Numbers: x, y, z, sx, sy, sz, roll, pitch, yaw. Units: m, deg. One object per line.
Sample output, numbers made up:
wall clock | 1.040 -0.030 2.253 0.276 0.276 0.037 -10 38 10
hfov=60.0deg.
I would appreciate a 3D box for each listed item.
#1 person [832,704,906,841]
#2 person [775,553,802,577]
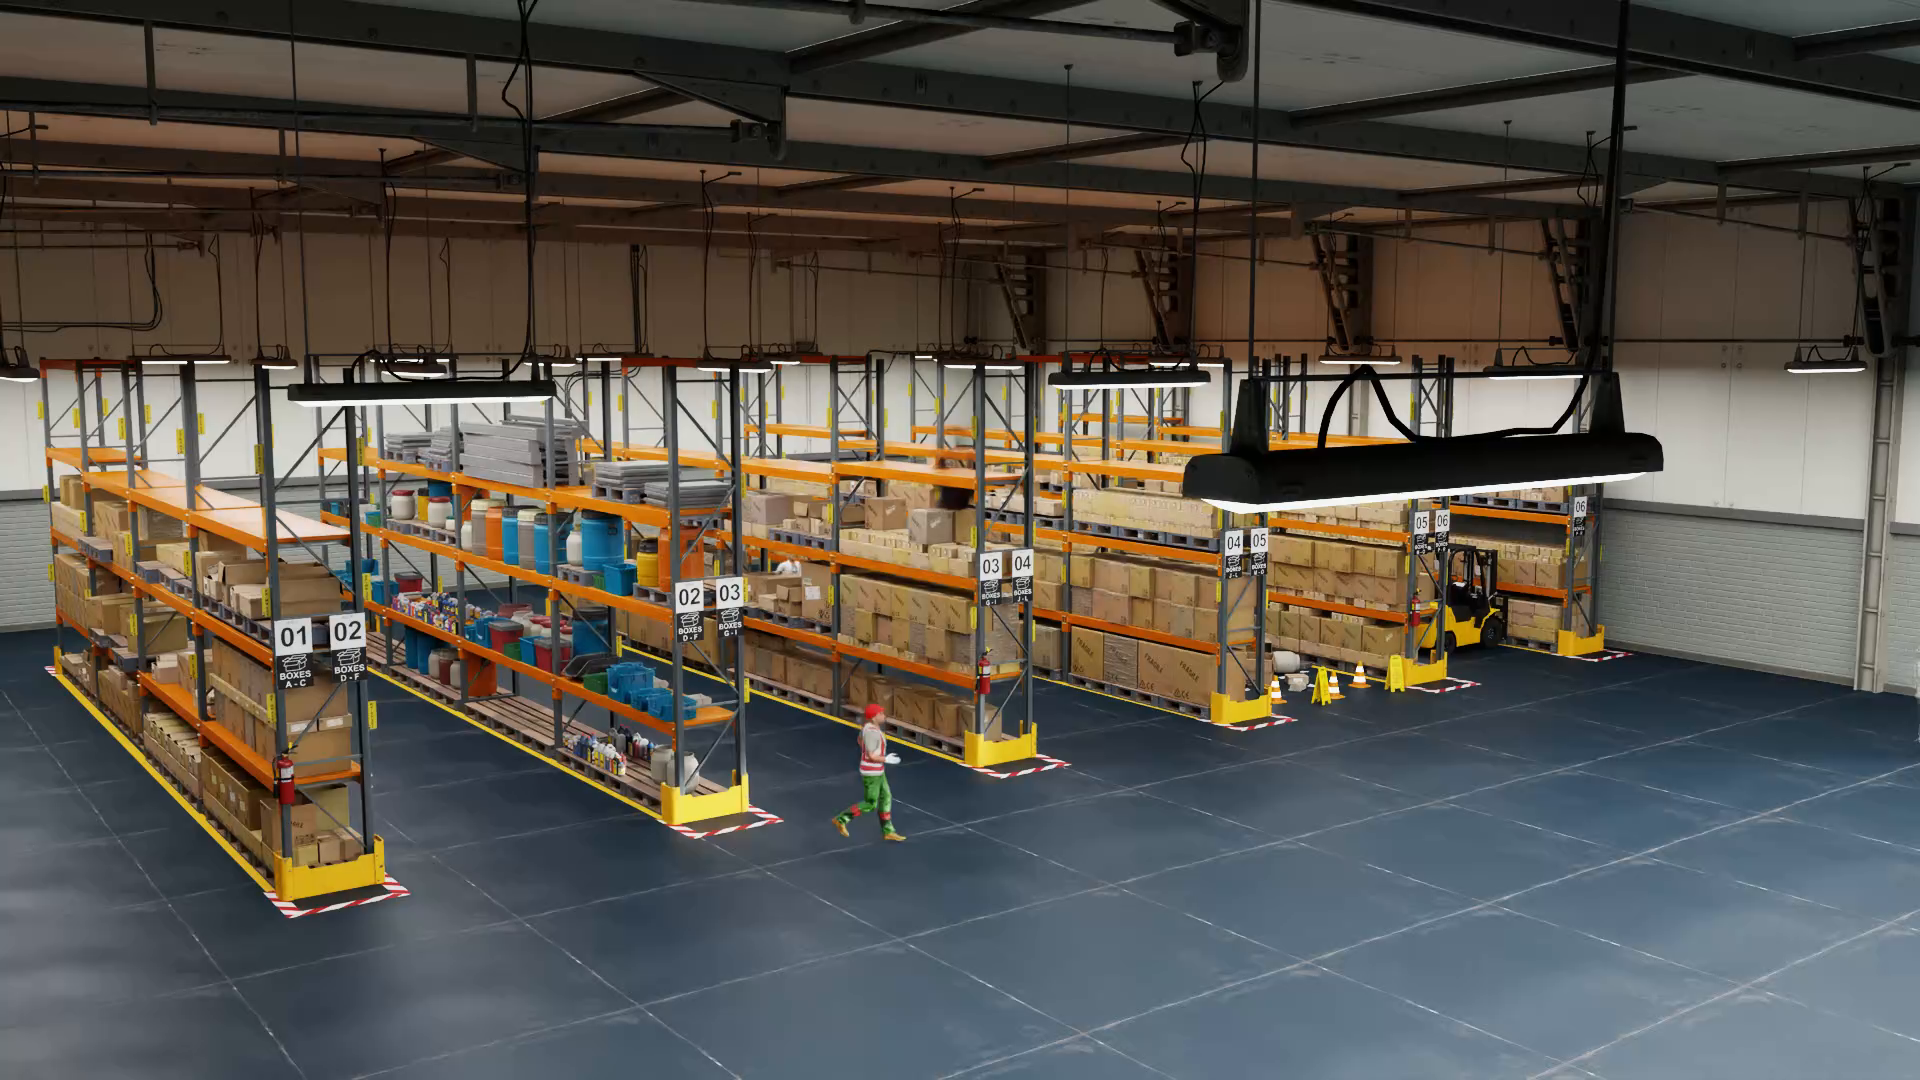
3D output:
person | -1.150 2.941 20.983 0.940 1.784 0.667 0 7 -4
person | -3.719 1.100 36.619 0.741 1.692 0.791 -5 9 -38
